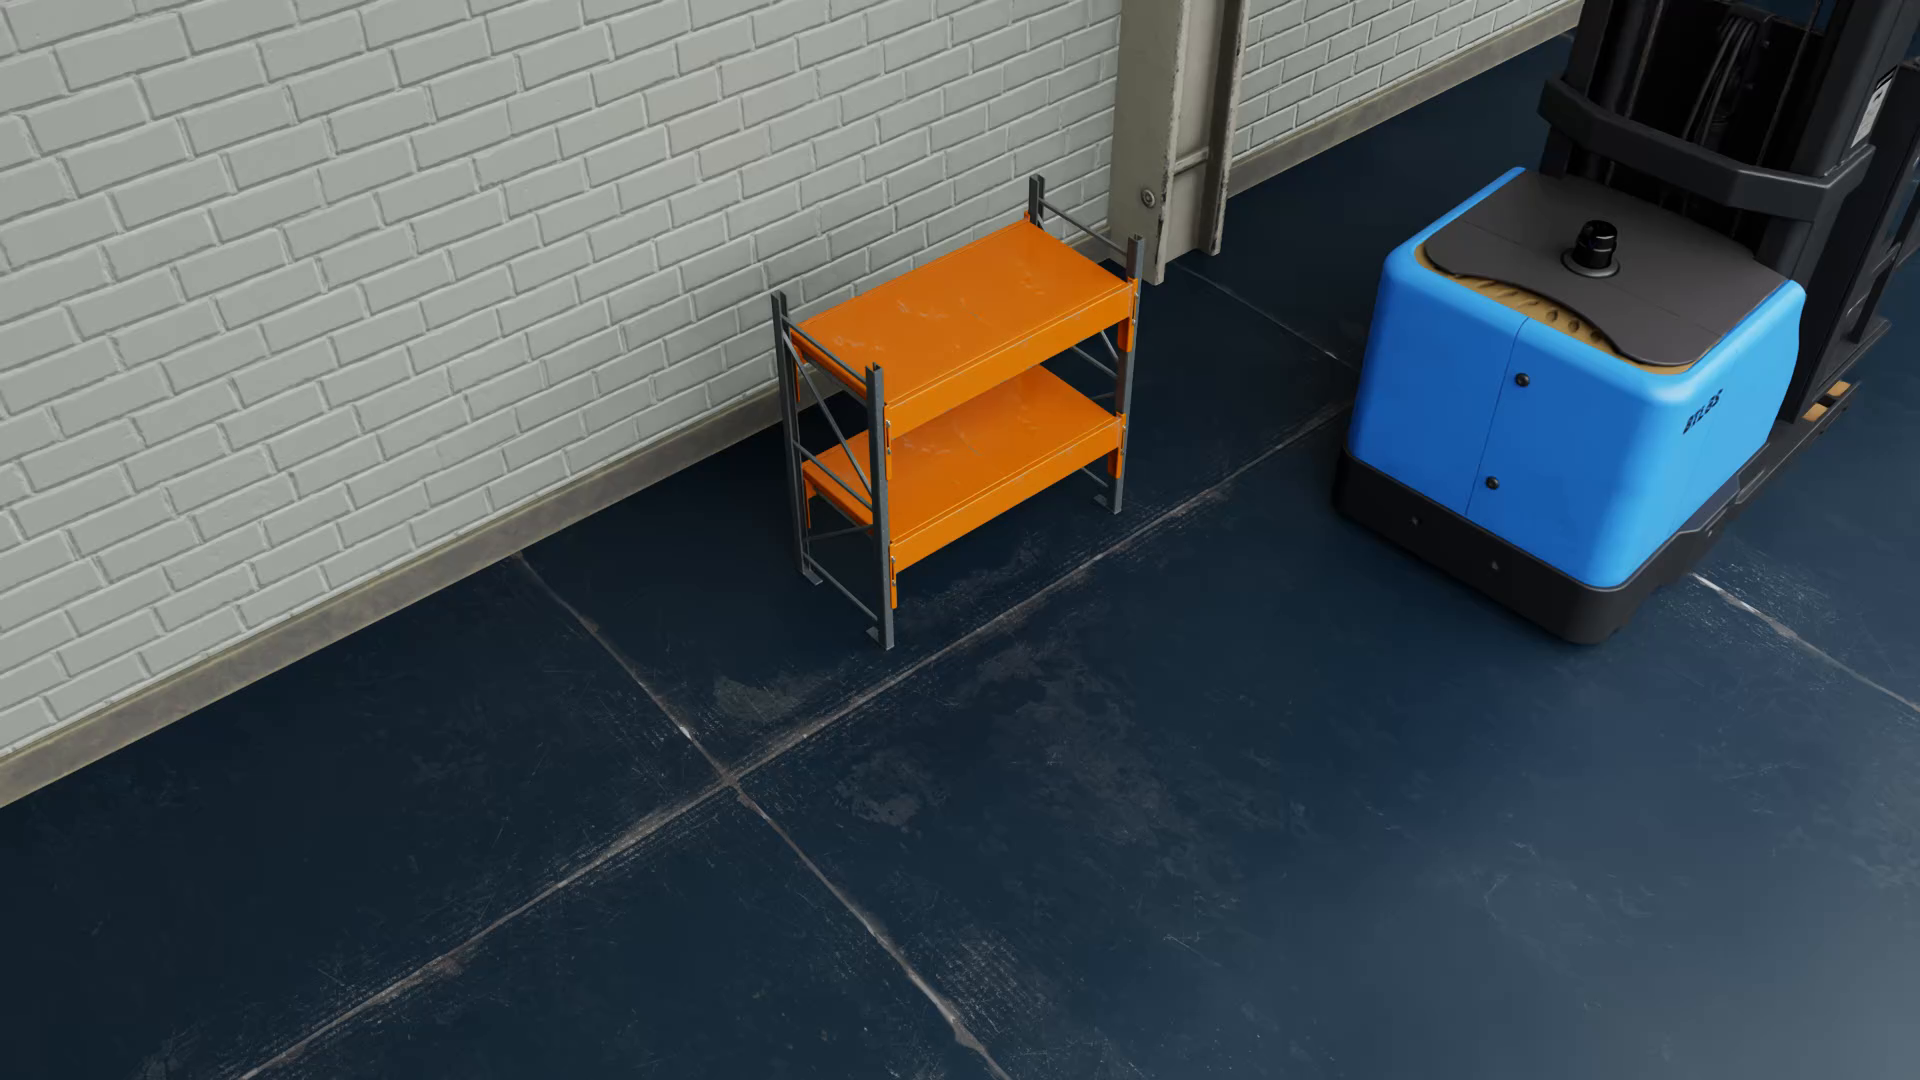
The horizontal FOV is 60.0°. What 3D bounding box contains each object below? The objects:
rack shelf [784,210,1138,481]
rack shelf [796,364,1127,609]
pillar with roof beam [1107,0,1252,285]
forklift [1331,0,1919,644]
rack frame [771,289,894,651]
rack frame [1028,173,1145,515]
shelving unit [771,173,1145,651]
[{"bbox_3d":[0.005,-0.626,5.168,1.000,0.278,0.538,-30,51,-28],"label":"rack shelf"},{"bbox_3d":[0.005,-0.235,5.535,1.000,0.278,0.538,-30,51,-28],"label":"rack shelf"},{"bbox_3d":[3.619,-2.237,1.558,0.400,9.000,9.100,-30,51,-28],"label":"pillar with roof beam"},{"bbox_3d":[2.694,-1.639,5.354,3.031,2.935,1.130,-34,53,-31],"label":"forklift"},{"bbox_3d":[-0.385,-0.190,5.130,0.032,1.125,0.500,-30,51,-28],"label":"rack frame"},{"bbox_3d":[0.395,-0.636,5.606,0.032,1.125,0.500,-30,51,-28],"label":"rack frame"},{"bbox_3d":[0.005,-0.413,5.368,1.048,1.125,0.538,-30,51,-28],"label":"shelving unit"}]
